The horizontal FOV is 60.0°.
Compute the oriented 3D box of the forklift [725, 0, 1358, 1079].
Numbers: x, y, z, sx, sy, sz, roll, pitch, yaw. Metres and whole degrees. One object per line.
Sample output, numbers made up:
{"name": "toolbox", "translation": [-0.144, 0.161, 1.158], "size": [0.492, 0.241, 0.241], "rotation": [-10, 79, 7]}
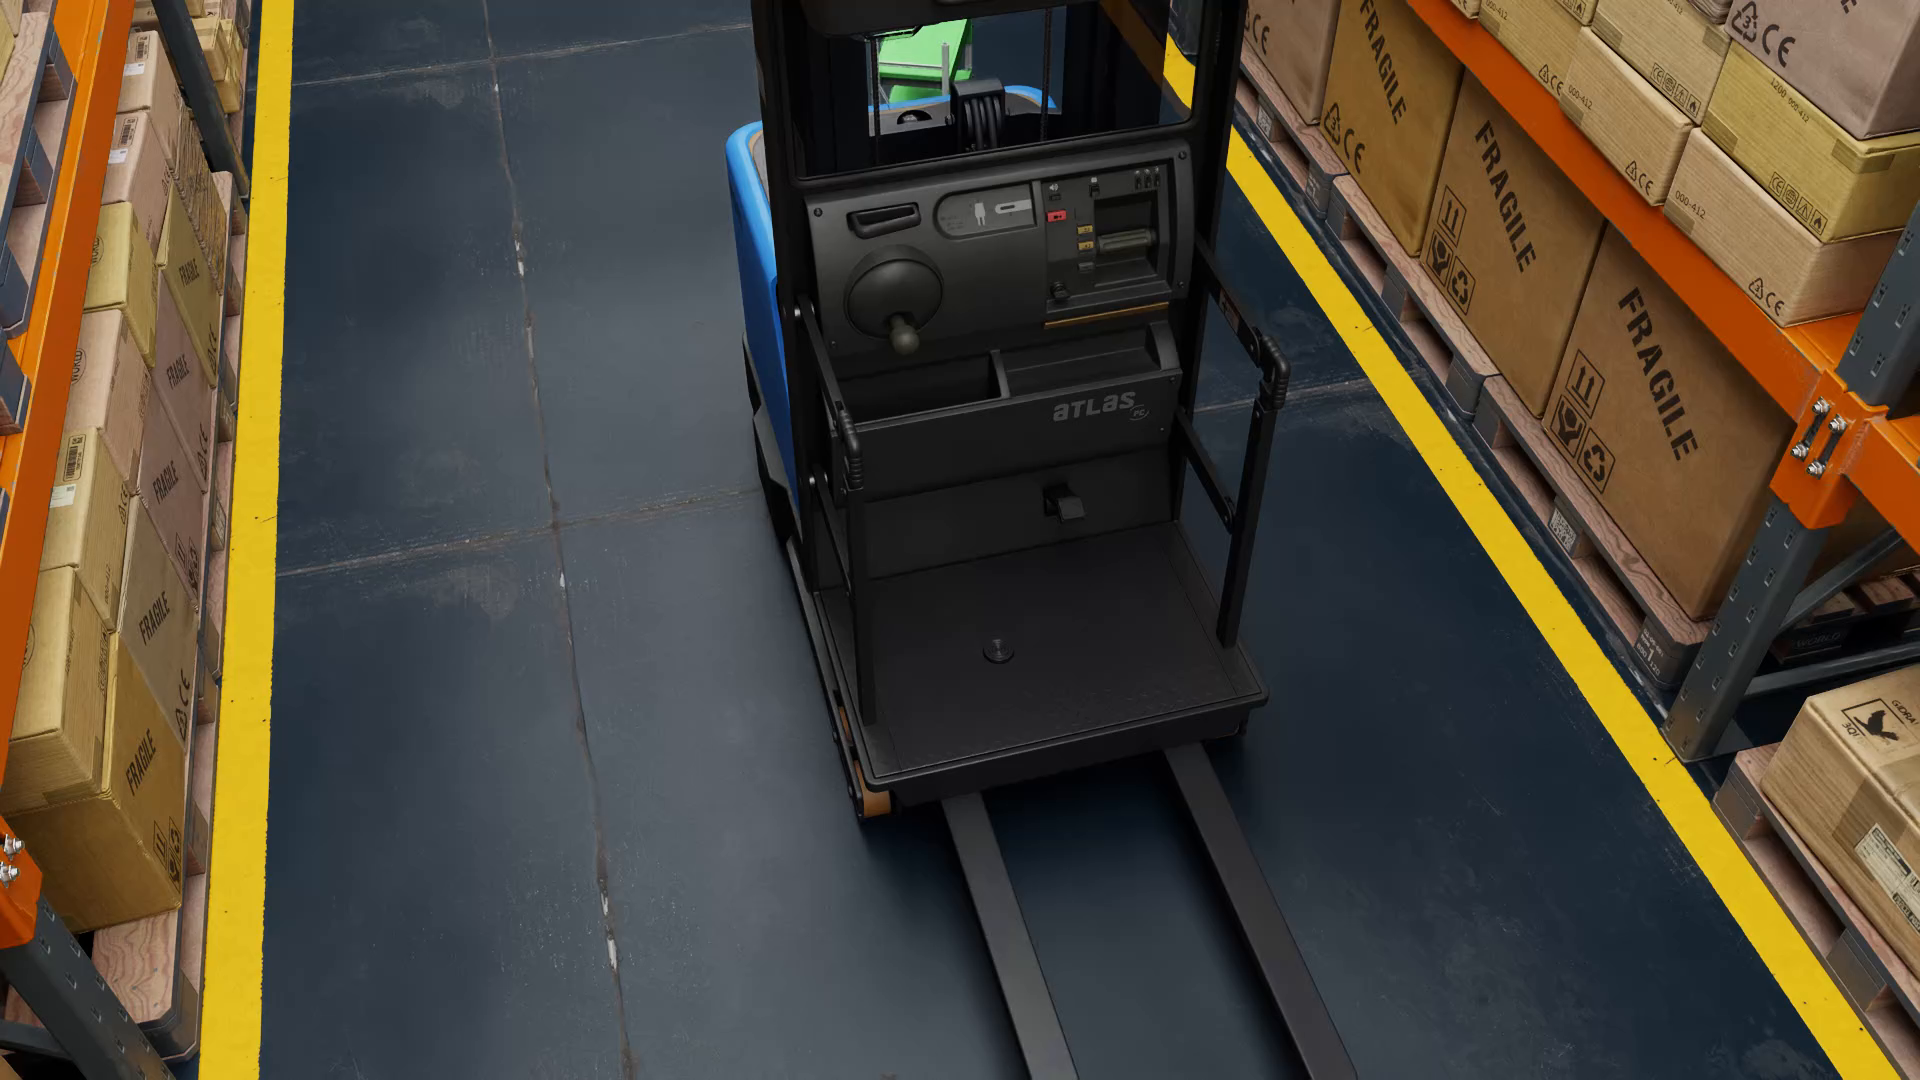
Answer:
{"name": "forklift", "translation": [0.167, -0.592, 3.778], "size": [1.130, 2.935, 3.031], "rotation": [-11, 47, -11]}

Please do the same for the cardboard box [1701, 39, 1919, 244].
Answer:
{"name": "cardboard box", "translation": [2.110, -0.965, 3.850], "size": [0.500, 0.250, 0.500], "rotation": [-11, 47, -10]}

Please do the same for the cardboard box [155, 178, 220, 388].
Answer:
{"name": "cardboard box", "translation": [-2.740, -0.794, 5.384], "size": [0.500, 0.500, 0.500], "rotation": [-12, 47, -11]}

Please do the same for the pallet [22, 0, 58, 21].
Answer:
{"name": "pallet", "translation": [-3.249, -1.720, 4.970], "size": [1.003, 0.211, 1.213], "rotation": [-11, 47, -10]}

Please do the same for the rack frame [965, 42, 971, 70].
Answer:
{"name": "rack frame", "translation": [-0.081, -1.446, 5.827], "size": [0.240, 1.200, 0.015], "rotation": [6, 46, 6]}

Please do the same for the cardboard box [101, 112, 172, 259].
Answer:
{"name": "cardboard box", "translation": [-2.750, -1.051, 5.110], "size": [0.500, 0.250, 0.500], "rotation": [-9, 46, -8]}

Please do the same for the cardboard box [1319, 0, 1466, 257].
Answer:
{"name": "cardboard box", "translation": [1.930, -1.684, 5.994], "size": [0.875, 0.875, 0.875], "rotation": [-9, 46, -9]}

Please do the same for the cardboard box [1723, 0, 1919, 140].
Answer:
{"name": "cardboard box", "translation": [2.094, -1.249, 3.603], "size": [0.500, 0.500, 0.500], "rotation": [-12, 47, -11]}

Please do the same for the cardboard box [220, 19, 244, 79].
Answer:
{"name": "cardboard box", "translation": [-3.155, -1.984, 6.796], "size": [0.380, 0.149, 0.250], "rotation": [-9, 46, -9]}

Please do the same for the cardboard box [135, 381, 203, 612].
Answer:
{"name": "cardboard box", "translation": [-2.482, -0.087, 4.691], "size": [0.500, 0.500, 0.500], "rotation": [-12, 47, -11]}

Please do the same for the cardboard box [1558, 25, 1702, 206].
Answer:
{"name": "cardboard box", "translation": [1.953, -1.154, 4.385], "size": [0.500, 0.250, 0.500], "rotation": [-10, 46, -10]}

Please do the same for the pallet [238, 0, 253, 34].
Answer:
{"name": "pallet", "translation": [-3.826, -2.666, 7.715], "size": [1.003, 0.211, 1.213], "rotation": [-11, 47, -10]}

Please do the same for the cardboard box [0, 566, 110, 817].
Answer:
{"name": "cardboard box", "translation": [-2.222, 0.365, 3.723], "size": [0.500, 0.250, 0.500], "rotation": [-13, 47, -12]}

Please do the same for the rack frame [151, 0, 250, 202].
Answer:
{"name": "rack frame", "translation": [-3.304, -2.341, 5.444], "size": [1.000, 3.000, 0.127], "rotation": [-11, 47, -10]}

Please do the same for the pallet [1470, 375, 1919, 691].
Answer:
{"name": "pallet", "translation": [2.350, -0.137, 5.236], "size": [1.003, 0.211, 1.213], "rotation": [-11, 47, -10]}

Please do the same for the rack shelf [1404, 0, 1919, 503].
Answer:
{"name": "rack shelf", "translation": [1.967, -1.684, 5.303], "size": [1.077, 0.370, 4.000], "rotation": [-11, 47, -10]}

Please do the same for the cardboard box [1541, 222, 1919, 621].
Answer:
{"name": "cardboard box", "translation": [2.383, -0.450, 4.784], "size": [0.875, 0.875, 0.875], "rotation": [-11, 47, -11]}

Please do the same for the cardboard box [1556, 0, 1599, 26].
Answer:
{"name": "cardboard box", "translation": [1.824, -1.668, 4.539], "size": [0.500, 0.250, 0.500], "rotation": [-12, 47, -11]}

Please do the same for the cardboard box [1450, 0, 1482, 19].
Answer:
{"name": "cardboard box", "translation": [1.682, -1.851, 5.069], "size": [0.500, 0.250, 0.500], "rotation": [-11, 47, -11]}

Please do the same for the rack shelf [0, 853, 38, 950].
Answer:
{"name": "rack shelf", "translation": [-1.768, 2.053, 1.642], "size": [1.077, 0.370, 4.000], "rotation": [-11, 47, -10]}

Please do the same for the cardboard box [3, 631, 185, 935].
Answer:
{"name": "cardboard box", "translation": [-2.214, 0.613, 4.005], "size": [0.500, 0.500, 0.500], "rotation": [-13, 47, -12]}

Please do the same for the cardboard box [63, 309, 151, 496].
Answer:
{"name": "cardboard box", "translation": [-2.467, -0.329, 4.403], "size": [0.500, 0.250, 0.500], "rotation": [-10, 46, -10]}

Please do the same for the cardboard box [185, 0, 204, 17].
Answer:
{"name": "cardboard box", "translation": [-3.205, -2.175, 6.567], "size": [0.380, 0.149, 0.250], "rotation": [-9, 46, -8]}

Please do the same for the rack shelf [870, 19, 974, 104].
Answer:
{"name": "rack shelf", "translation": [-0.118, -1.565, 5.361], "size": [0.258, 0.148, 0.480], "rotation": [6, 46, 6]}

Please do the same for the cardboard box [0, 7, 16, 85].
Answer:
{"name": "cardboard box", "translation": [-2.674, -1.264, 4.270], "size": [0.380, 0.149, 0.250], "rotation": [-9, 46, -9]}

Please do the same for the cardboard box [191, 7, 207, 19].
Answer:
{"name": "cardboard box", "translation": [-3.239, -2.062, 6.664], "size": [0.380, 0.149, 0.250], "rotation": [-10, 46, -10]}

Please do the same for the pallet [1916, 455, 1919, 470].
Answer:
{"name": "pallet", "translation": [2.765, -0.015, 3.299], "size": [1.213, 0.211, 1.003], "rotation": [-11, 47, -10]}

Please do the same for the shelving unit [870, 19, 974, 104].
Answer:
{"name": "shelving unit", "translation": [-0.118, -1.273, 5.658], "size": [0.258, 1.200, 0.503], "rotation": [6, 46, 6]}

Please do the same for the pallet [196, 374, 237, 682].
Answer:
{"name": "pallet", "translation": [-2.787, 0.016, 5.087], "size": [1.003, 0.211, 1.213], "rotation": [-11, 47, -10]}

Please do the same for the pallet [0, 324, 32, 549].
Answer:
{"name": "pallet", "translation": [-2.565, 0.015, 3.269], "size": [1.213, 0.211, 1.003], "rotation": [-11, 47, -10]}

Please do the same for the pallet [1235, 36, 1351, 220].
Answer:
{"name": "pallet", "translation": [1.726, -1.821, 6.887], "size": [1.003, 0.211, 1.213], "rotation": [-11, 47, -10]}

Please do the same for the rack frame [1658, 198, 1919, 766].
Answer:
{"name": "rack frame", "translation": [2.479, -0.555, 3.693], "size": [1.000, 3.000, 0.127], "rotation": [-11, 47, -10]}
